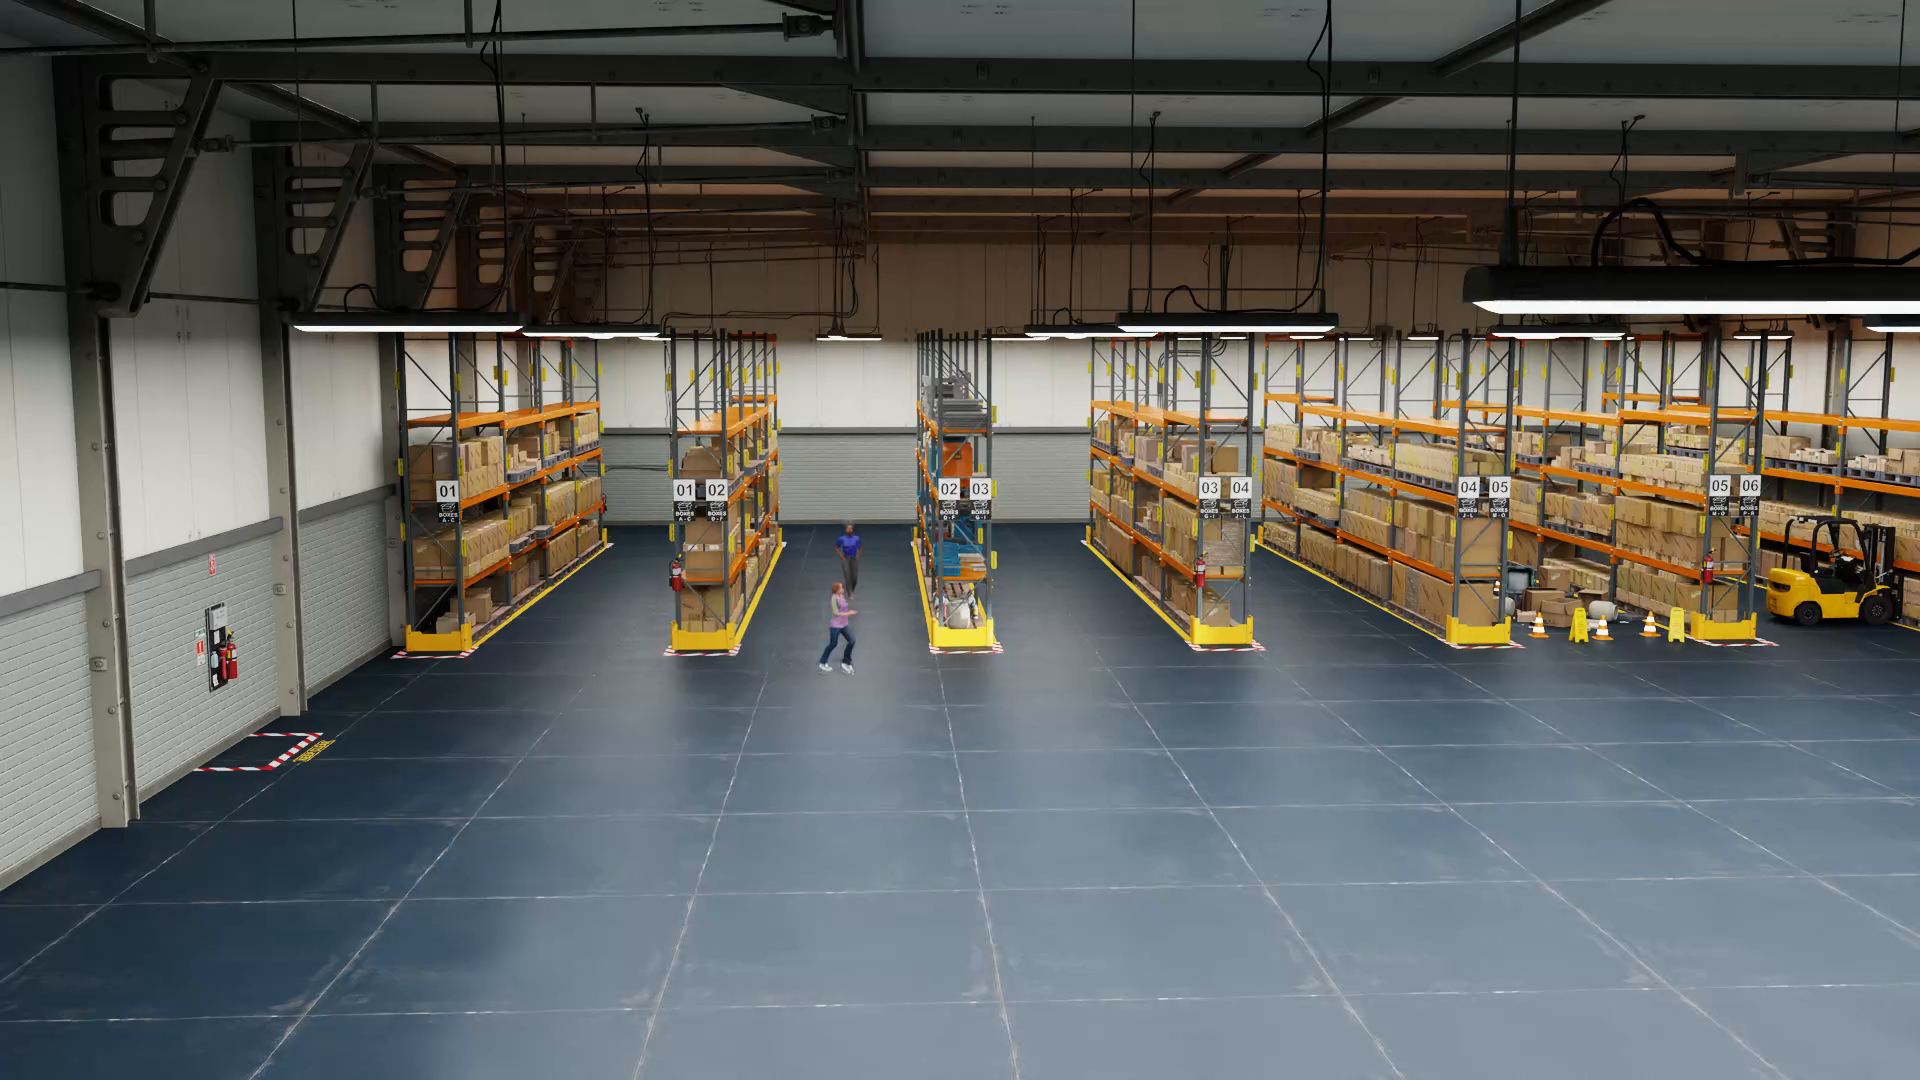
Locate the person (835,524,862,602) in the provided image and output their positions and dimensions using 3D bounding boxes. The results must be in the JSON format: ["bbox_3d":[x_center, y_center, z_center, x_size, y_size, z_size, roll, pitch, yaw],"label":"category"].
[{"bbox_3d":[-2.358,0.473,35.278,0.587,1.641,0.549,-2,7,-13],"label":"person"}]

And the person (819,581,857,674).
[{"bbox_3d":[-2.100,1.530,28.876,0.727,1.635,0.507,4,8,28],"label":"person"}]
